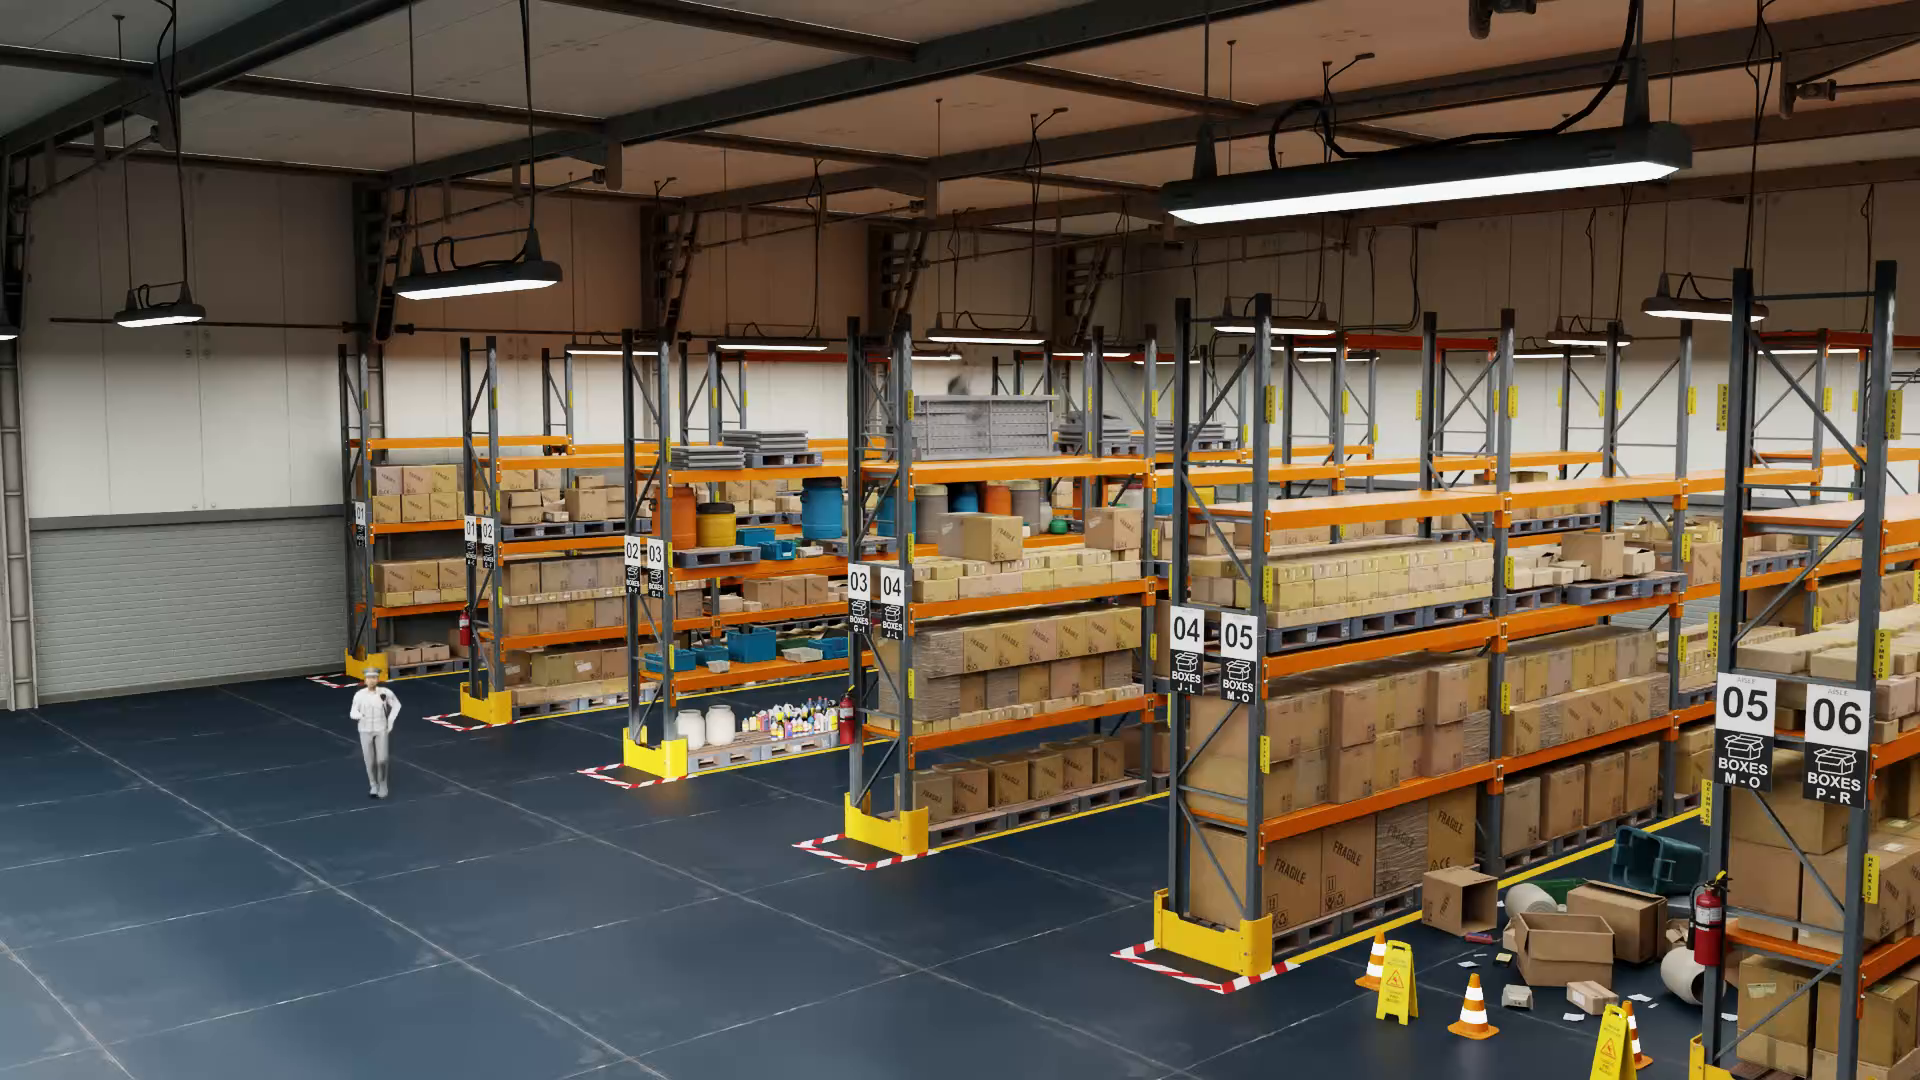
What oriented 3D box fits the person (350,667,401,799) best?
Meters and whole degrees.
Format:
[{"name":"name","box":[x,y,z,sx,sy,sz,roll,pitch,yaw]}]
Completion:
[{"name":"person","box":[-7.401,2.445,21.042,0.595,1.695,0.619,-1,5,-14]}]

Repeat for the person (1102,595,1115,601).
[{"name":"person","box":[2.796,1.413,32.397,0.624,1.746,0.721,3,6,31]}]
